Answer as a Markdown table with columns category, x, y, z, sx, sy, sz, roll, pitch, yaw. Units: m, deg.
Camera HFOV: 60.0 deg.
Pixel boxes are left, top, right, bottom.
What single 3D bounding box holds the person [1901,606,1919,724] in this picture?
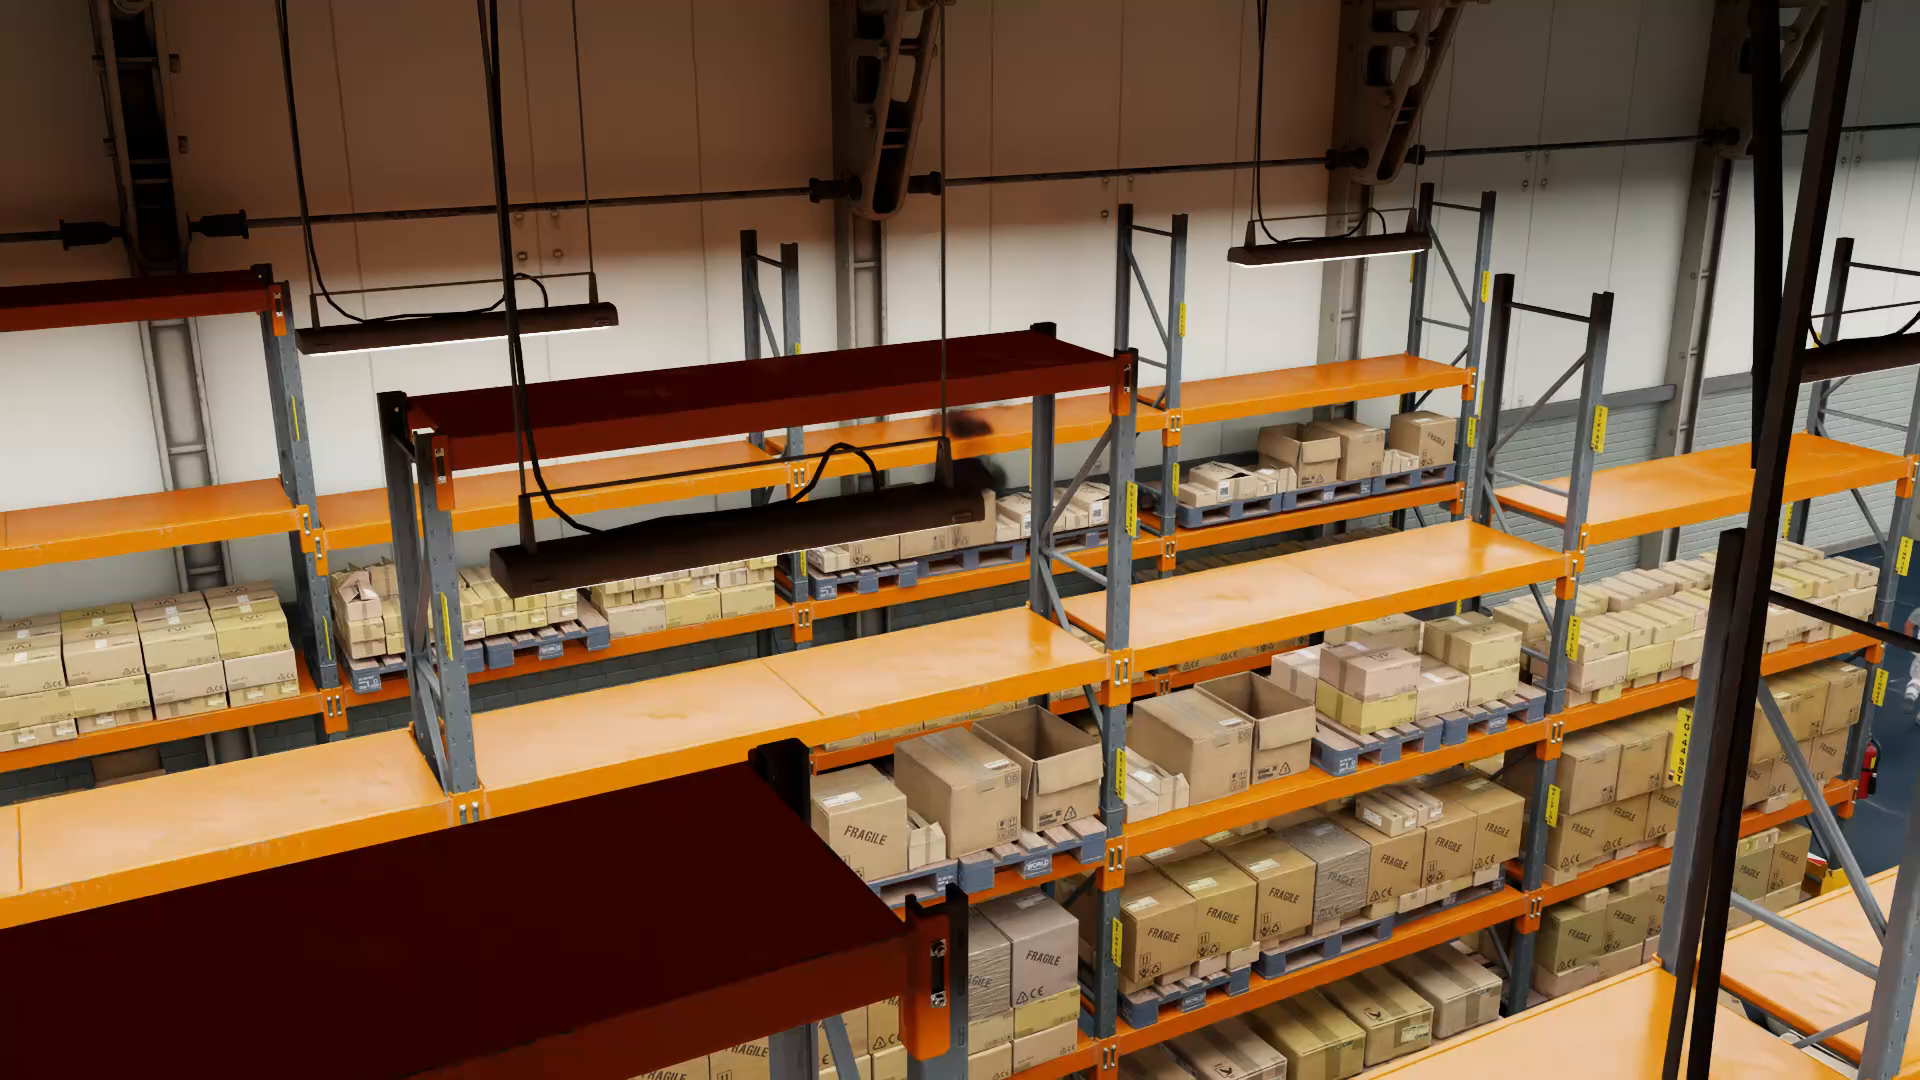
| category | x | y | z | sx | sy | sz | roll | pitch | yaw |
| --- | --- | --- | --- | --- | --- | --- | --- | --- | --- |
| person | 10.987 | 1.324 | 18.753 | 0.667 | 1.735 | 0.670 | 16 | 24 | 40 |
